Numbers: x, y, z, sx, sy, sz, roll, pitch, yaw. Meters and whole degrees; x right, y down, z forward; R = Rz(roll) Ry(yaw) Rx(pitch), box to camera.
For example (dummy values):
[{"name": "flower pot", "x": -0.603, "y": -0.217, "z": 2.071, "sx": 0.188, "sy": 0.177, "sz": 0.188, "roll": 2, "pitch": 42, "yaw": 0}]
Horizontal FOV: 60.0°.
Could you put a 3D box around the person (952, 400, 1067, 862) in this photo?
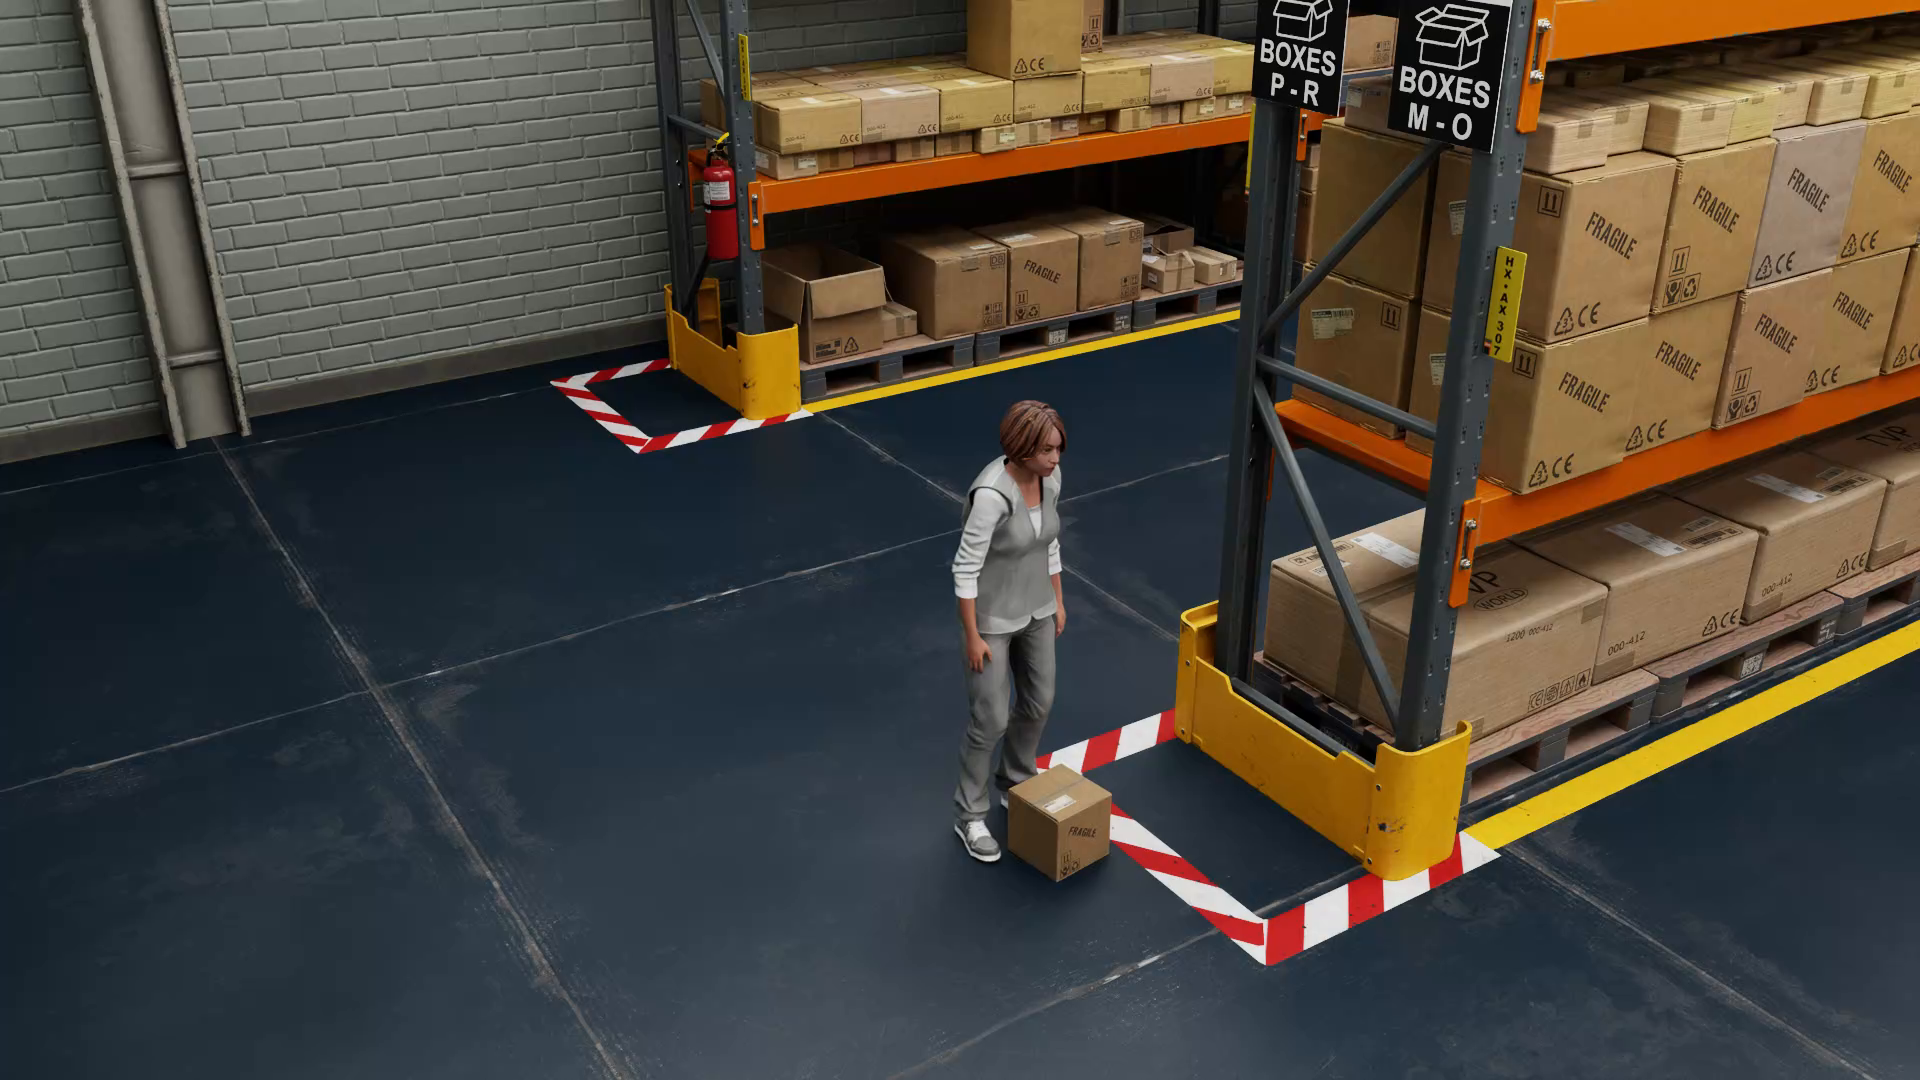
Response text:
[{"name": "person", "x": 0.168, "y": 0.331, "z": 5.566, "sx": 0.485, "sy": 1.475, "sz": 0.347, "roll": -22, "pitch": 33, "yaw": -38}]
